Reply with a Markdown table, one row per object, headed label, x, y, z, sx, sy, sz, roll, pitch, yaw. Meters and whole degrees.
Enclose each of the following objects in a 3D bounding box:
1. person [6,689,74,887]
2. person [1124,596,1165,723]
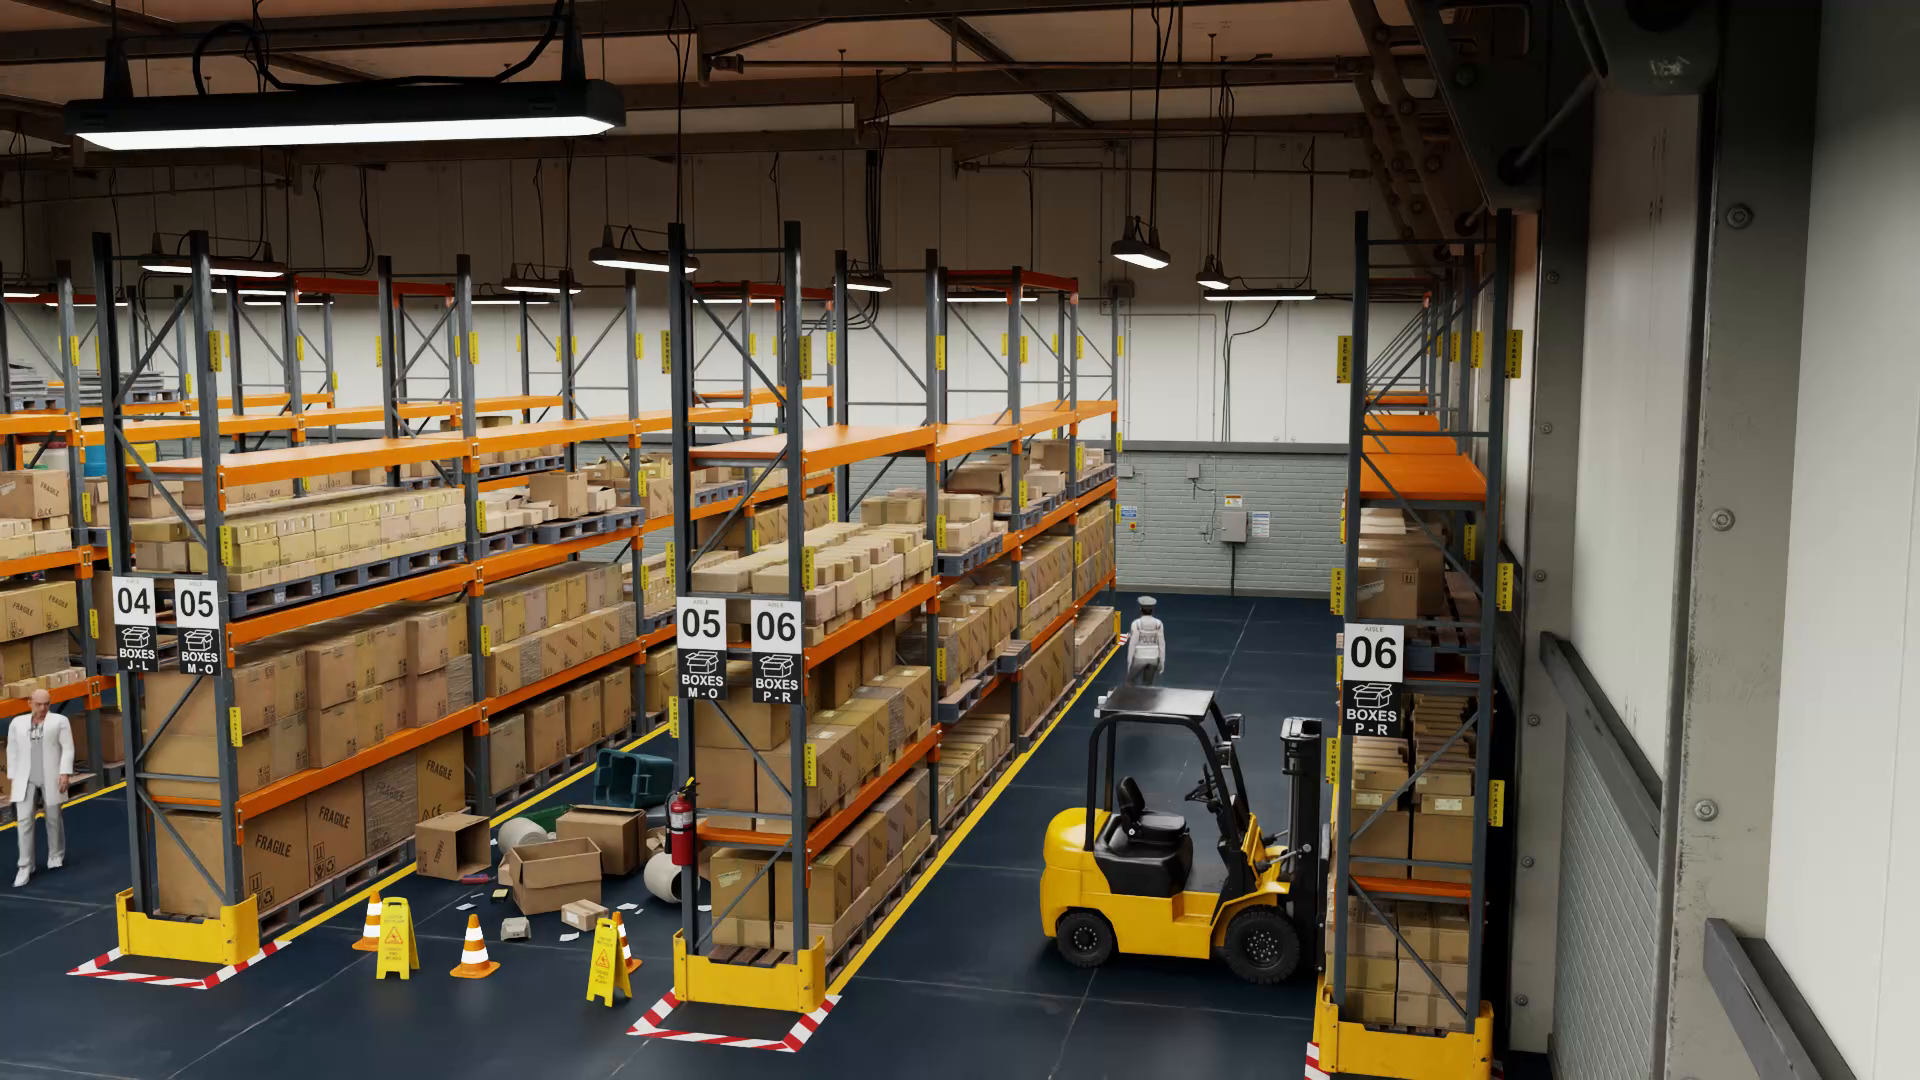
| label | x | y | z | sx | sy | sz | roll | pitch | yaw |
| --- | --- | --- | --- | --- | --- | --- | --- | --- | --- |
| person | -8.876 | 2.352 | 16.037 | 0.606 | 1.792 | 0.820 | -3 | 8 | -22 |
| person | 2.387 | 1.548 | 21.485 | 0.519 | 1.650 | 0.401 | -1 | 7 | -12 |
